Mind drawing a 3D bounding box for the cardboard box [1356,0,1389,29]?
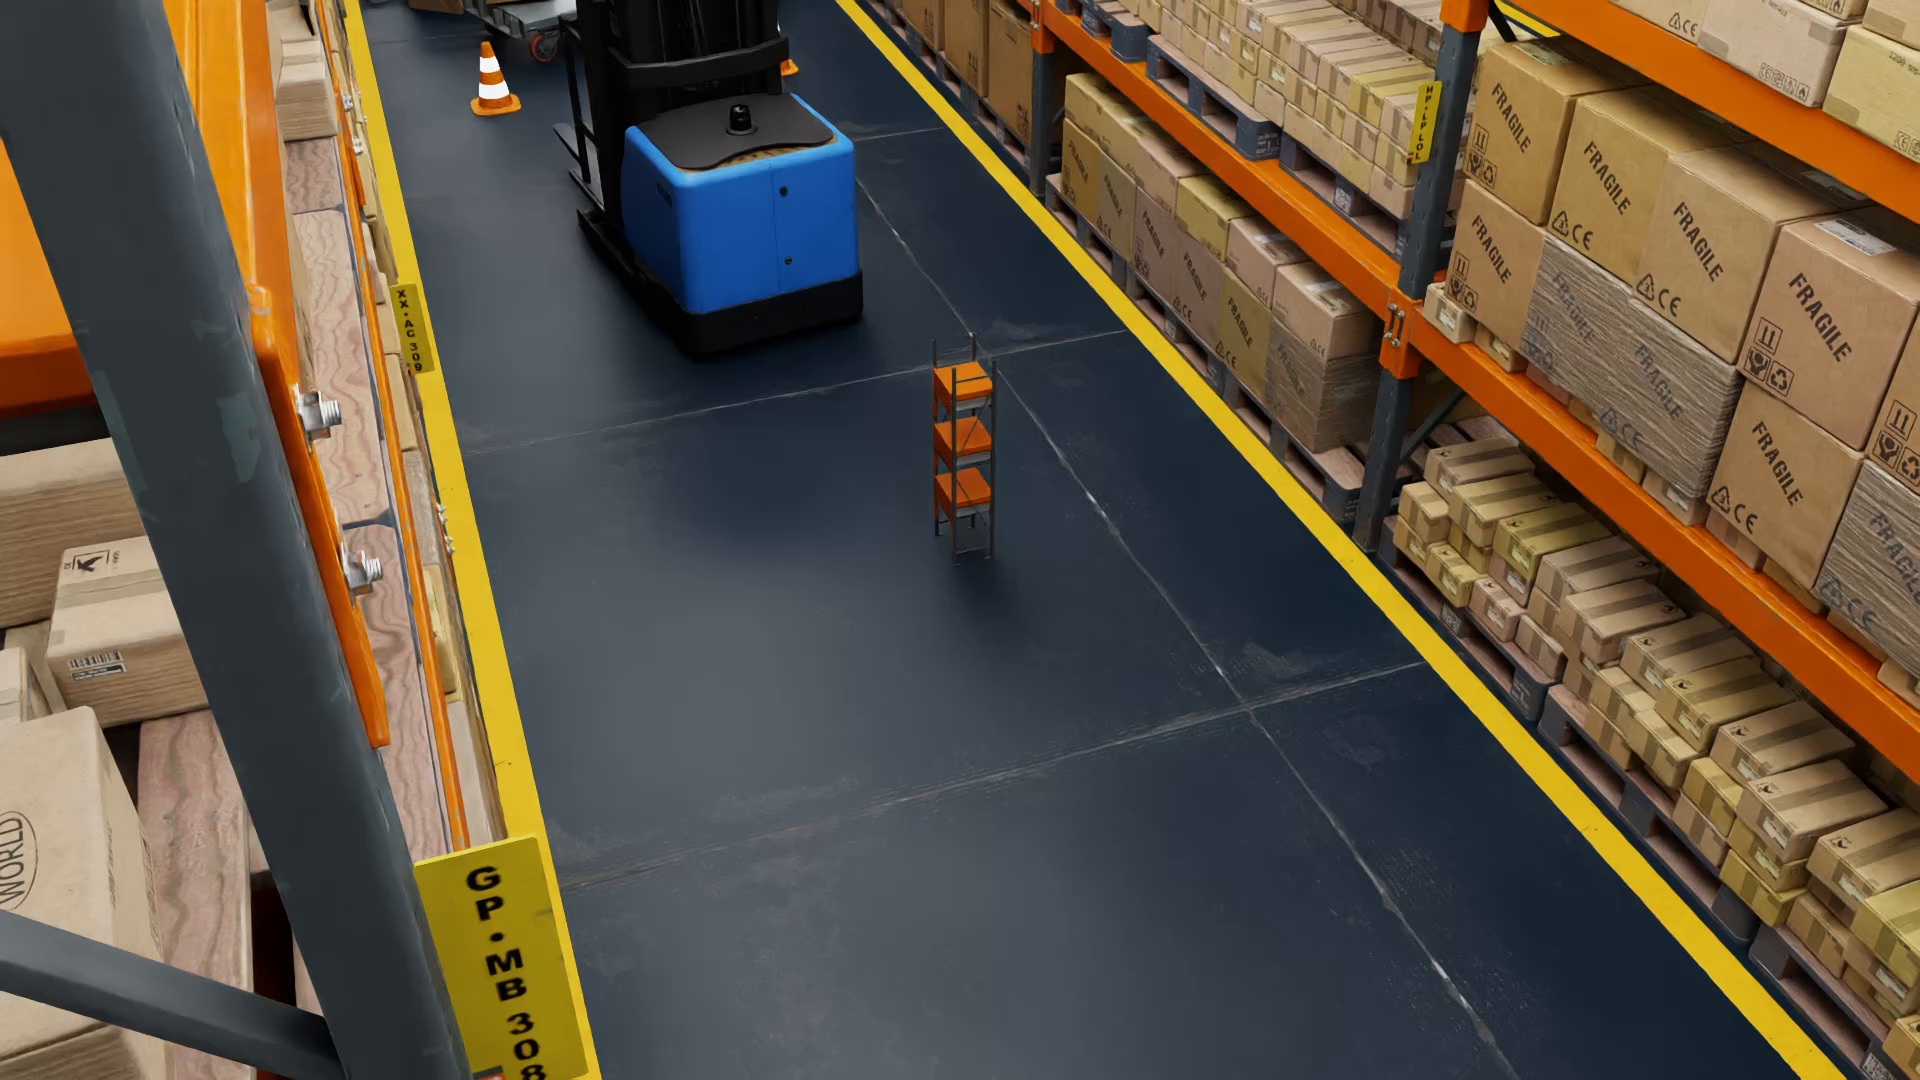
[{"bbox_3d":[2.165,-2.620,8.101,0.380,0.149,0.250,-11,38,-14],"label":"cardboard box"}]

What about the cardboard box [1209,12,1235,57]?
[{"bbox_3d":[1.457,-2.520,8.215,0.380,0.149,0.250,-11,38,-14],"label":"cardboard box"}]

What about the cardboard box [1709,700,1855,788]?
[{"bbox_3d":[2.870,0.734,5.809,0.380,0.149,0.250,-14,39,-17],"label":"cardboard box"}]

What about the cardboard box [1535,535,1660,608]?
[{"bbox_3d":[2.523,0.147,6.588,0.380,0.149,0.250,-13,39,-17],"label":"cardboard box"}]

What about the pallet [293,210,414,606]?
[{"bbox_3d":[-1.610,-0.196,3.097,1.003,0.211,1.213,-12,39,-16],"label":"pallet"}]

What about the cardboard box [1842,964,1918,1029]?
[{"bbox_3d":[3.121,1.418,5.395,0.380,0.149,0.250,-13,39,-16],"label":"cardboard box"}]

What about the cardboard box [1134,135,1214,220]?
[{"bbox_3d":[1.281,-1.988,9.001,0.500,0.250,0.500,-12,39,-16],"label":"cardboard box"}]

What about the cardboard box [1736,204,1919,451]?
[{"bbox_3d":[2.754,-0.649,4.957,0.500,0.500,0.500,-14,39,-18],"label":"cardboard box"}]

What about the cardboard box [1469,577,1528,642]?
[{"bbox_3d":[2.365,0.256,6.938,0.380,0.149,0.250,-13,39,-16],"label":"cardboard box"}]

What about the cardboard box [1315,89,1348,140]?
[{"bbox_3d":[1.818,-1.927,7.428,0.380,0.149,0.250,-11,38,-14],"label":"cardboard box"}]

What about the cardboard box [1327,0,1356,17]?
[{"bbox_3d":[2.071,-2.654,8.394,0.380,0.149,0.250,-13,39,-17],"label":"cardboard box"}]

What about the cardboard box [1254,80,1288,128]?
[{"bbox_3d":[1.632,-2.104,7.909,0.380,0.149,0.250,-14,39,-18],"label":"cardboard box"}]

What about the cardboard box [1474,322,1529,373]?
[{"bbox_3d":[2.264,-0.809,6.539,0.380,0.149,0.250,-11,38,-15],"label":"cardboard box"}]

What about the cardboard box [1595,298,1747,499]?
[{"bbox_3d":[2.565,-0.524,5.622,0.500,0.500,0.500,-13,39,-17],"label":"cardboard box"}]

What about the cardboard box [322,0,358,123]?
[{"bbox_3d":[-2.902,-2.076,7.099,0.500,0.500,0.500,-12,39,-16],"label":"cardboard box"}]

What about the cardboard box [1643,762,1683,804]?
[{"bbox_3d":[2.785,0.833,6.172,0.380,0.149,0.250,-11,38,-15],"label":"cardboard box"}]

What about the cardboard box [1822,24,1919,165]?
[{"bbox_3d":[2.745,-1.214,4.500,0.500,0.250,0.500,-11,38,-14],"label":"cardboard box"}]

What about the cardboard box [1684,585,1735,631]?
[{"bbox_3d":[3.095,0.185,6.537,0.380,0.149,0.250,-14,39,-18],"label":"cardboard box"}]

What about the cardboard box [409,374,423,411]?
[{"bbox_3d":[-2.185,-0.632,5.805,0.500,0.250,0.500,-14,39,-17],"label":"cardboard box"}]

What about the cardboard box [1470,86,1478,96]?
[{"bbox_3d":[2.431,-2.063,7.608,0.380,0.149,0.250,-12,38,-15],"label":"cardboard box"}]

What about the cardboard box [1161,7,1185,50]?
[{"bbox_3d":[1.277,-2.694,8.693,0.380,0.149,0.250,-11,38,-14],"label":"cardboard box"}]

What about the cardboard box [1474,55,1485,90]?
[{"bbox_3d":[2.510,-2.046,7.339,0.380,0.149,0.250,-11,38,-15],"label":"cardboard box"}]

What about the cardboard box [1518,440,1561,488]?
[{"bbox_3d":[2.682,-0.387,7.297,0.380,0.149,0.250,-11,38,-15],"label":"cardboard box"}]

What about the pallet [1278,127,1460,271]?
[{"bbox_3d":[2.189,-1.653,7.610,1.003,0.211,1.213,-12,39,-16],"label":"pallet"}]

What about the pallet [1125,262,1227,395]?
[{"bbox_3d":[1.622,-1.283,9.278,1.003,0.211,1.213,-12,39,-16],"label":"pallet"}]

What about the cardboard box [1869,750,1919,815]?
[{"bbox_3d":[3.406,0.778,5.750,0.380,0.149,0.250,-11,38,-14],"label":"cardboard box"}]

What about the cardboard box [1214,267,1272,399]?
[{"bbox_3d":[1.648,-1.093,8.436,0.500,0.500,0.500,-13,39,-17],"label":"cardboard box"}]

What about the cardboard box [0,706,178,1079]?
[{"bbox_3d":[-1.161,0.493,1.802,0.500,0.250,0.500,-16,40,-20],"label":"cardboard box"}]

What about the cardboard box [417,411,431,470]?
[{"bbox_3d":[-2.201,-0.429,5.951,0.500,0.250,0.500,-13,39,-17],"label":"cardboard box"}]

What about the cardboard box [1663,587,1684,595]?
[{"bbox_3d":[2.930,0.157,6.822,0.380,0.149,0.250,-12,39,-16],"label":"cardboard box"}]

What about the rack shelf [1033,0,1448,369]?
[{"bbox_3d":[1.627,-2.110,8.656,1.077,0.370,4.000,-12,39,-16],"label":"rack shelf"}]

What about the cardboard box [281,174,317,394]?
[{"bbox_3d":[-1.474,-0.542,2.967,0.500,0.500,0.500,-12,39,-15],"label":"cardboard box"}]

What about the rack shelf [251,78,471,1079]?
[{"bbox_3d":[-1.610,0.034,3.317,1.077,0.370,4.000,-12,39,-16],"label":"rack shelf"}]

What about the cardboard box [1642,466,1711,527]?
[{"bbox_3d":[2.604,-0.205,5.738,0.380,0.149,0.250,-11,38,-14],"label":"cardboard box"}]

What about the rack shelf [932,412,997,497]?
[{"bbox_3d":[0.018,-0.381,7.400,0.215,0.259,0.240,-12,39,-16],"label":"rack shelf"}]

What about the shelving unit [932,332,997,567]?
[{"bbox_3d":[0.018,-0.389,7.394,0.215,1.050,0.252,-12,39,-16],"label":"shelving unit"}]

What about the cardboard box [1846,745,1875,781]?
[{"bbox_3d":[3.245,0.767,6.012,0.380,0.149,0.250,-11,38,-14],"label":"cardboard box"}]

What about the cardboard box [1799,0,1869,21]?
[{"bbox_3d":[2.583,-1.714,4.749,0.500,0.250,0.500,-12,39,-15],"label":"cardboard box"}]

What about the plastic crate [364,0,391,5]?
[{"bbox_3d":[-4.821,-4.595,13.784,0.402,0.080,0.583,-27,45,-31],"label":"plastic crate"}]

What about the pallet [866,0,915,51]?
[{"bbox_3d":[-0.102,-4.253,13.220,1.003,0.211,1.213,-12,39,-16],"label":"pallet"}]

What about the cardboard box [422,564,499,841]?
[{"bbox_3d":[-1.360,0.443,3.754,0.500,0.500,0.500,-12,39,-16],"label":"cardboard box"}]

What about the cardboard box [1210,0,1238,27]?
[{"bbox_3d":[1.452,-2.647,8.136,0.380,0.149,0.250,-13,39,-17],"label":"cardboard box"}]

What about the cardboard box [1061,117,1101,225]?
[{"bbox_3d":[0.943,-2.244,9.965,0.500,0.500,0.500,-14,39,-18],"label":"cardboard box"}]

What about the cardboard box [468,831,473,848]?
[{"bbox_3d":[-1.030,0.669,2.915,0.380,0.149,0.250,-14,39,-17],"label":"cardboard box"}]

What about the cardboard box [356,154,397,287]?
[{"bbox_3d":[-2.179,-0.933,5.581,0.500,0.500,0.500,-12,39,-15],"label":"cardboard box"}]

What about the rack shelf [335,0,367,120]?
[{"bbox_3d":[-4.363,-3.288,10.219,1.077,0.370,4.000,-12,39,-16],"label":"rack shelf"}]

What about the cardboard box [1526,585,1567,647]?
[{"bbox_3d":[2.519,0.263,6.680,0.380,0.149,0.250,-14,39,-18],"label":"cardboard box"}]

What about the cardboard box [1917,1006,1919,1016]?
[{"bbox_3d":[3.203,1.446,5.110,0.380,0.149,0.250,-13,39,-17],"label":"cardboard box"}]

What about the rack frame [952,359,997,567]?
[{"bbox_3d":[0.060,-0.320,7.302,0.200,1.050,0.008,-12,39,-16],"label":"rack frame"}]

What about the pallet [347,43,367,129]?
[{"bbox_3d":[-4.782,-3.151,11.758,1.003,0.211,1.213,-12,39,-16],"label":"pallet"}]

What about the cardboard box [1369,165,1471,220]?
[{"bbox_3d":[1.993,-1.518,7.132,0.380,0.149,0.250,-13,39,-17],"label":"cardboard box"}]

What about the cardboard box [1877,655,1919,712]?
[{"bbox_3d":[2.990,0.386,4.953,0.380,0.149,0.250,-14,39,-18],"label":"cardboard box"}]

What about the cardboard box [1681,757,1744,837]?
[{"bbox_3d":[2.800,0.874,5.870,0.380,0.149,0.250,-11,38,-14],"label":"cardboard box"}]

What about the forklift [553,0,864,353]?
[{"bbox_3d":[-1.688,-3.048,9.361,1.130,2.935,3.031,-18,41,-22],"label":"forklift"}]

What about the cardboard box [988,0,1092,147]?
[{"bbox_3d":[0.813,-3.159,10.971,1.050,0.750,0.750,-13,39,-17],"label":"cardboard box"}]

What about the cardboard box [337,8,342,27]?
[{"bbox_3d":[-4.868,-3.527,11.775,0.950,0.372,0.625,-12,39,-15],"label":"cardboard box"}]

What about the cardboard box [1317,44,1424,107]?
[{"bbox_3d":[1.813,-2.057,7.353,0.380,0.149,0.250,-14,39,-17],"label":"cardboard box"}]

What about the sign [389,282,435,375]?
[{"bbox_3d":[-1.777,-0.679,5.373,0.100,0.325,0.005,-12,39,-16],"label":"sign"}]

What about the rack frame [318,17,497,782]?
[{"bbox_3d":[-2.298,-0.185,5.503,1.000,3.000,0.127,-12,39,-16],"label":"rack frame"}]
